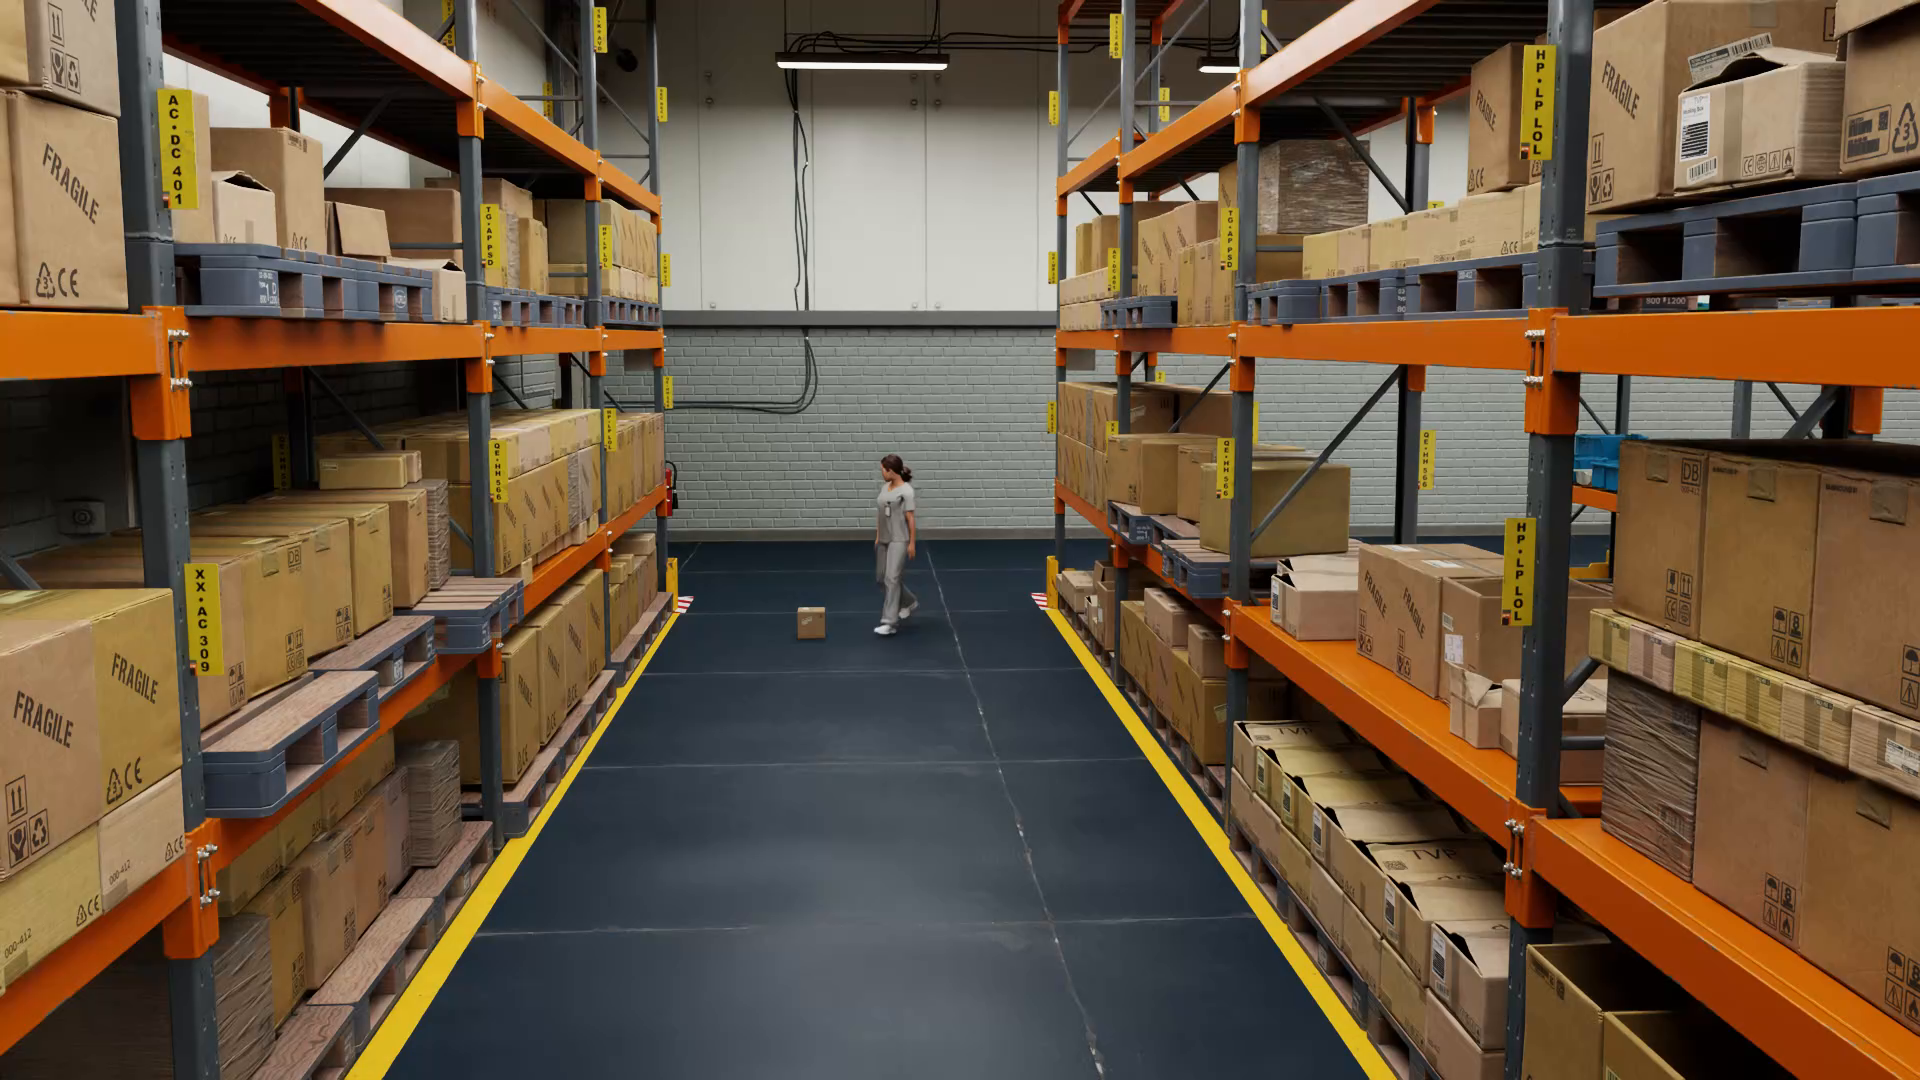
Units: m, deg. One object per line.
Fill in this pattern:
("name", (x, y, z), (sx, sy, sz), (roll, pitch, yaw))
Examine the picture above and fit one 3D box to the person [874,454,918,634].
("person", (-0.598, 0.018, 15.547), (0.804, 1.655, 0.470), (-7, 10, -43))
